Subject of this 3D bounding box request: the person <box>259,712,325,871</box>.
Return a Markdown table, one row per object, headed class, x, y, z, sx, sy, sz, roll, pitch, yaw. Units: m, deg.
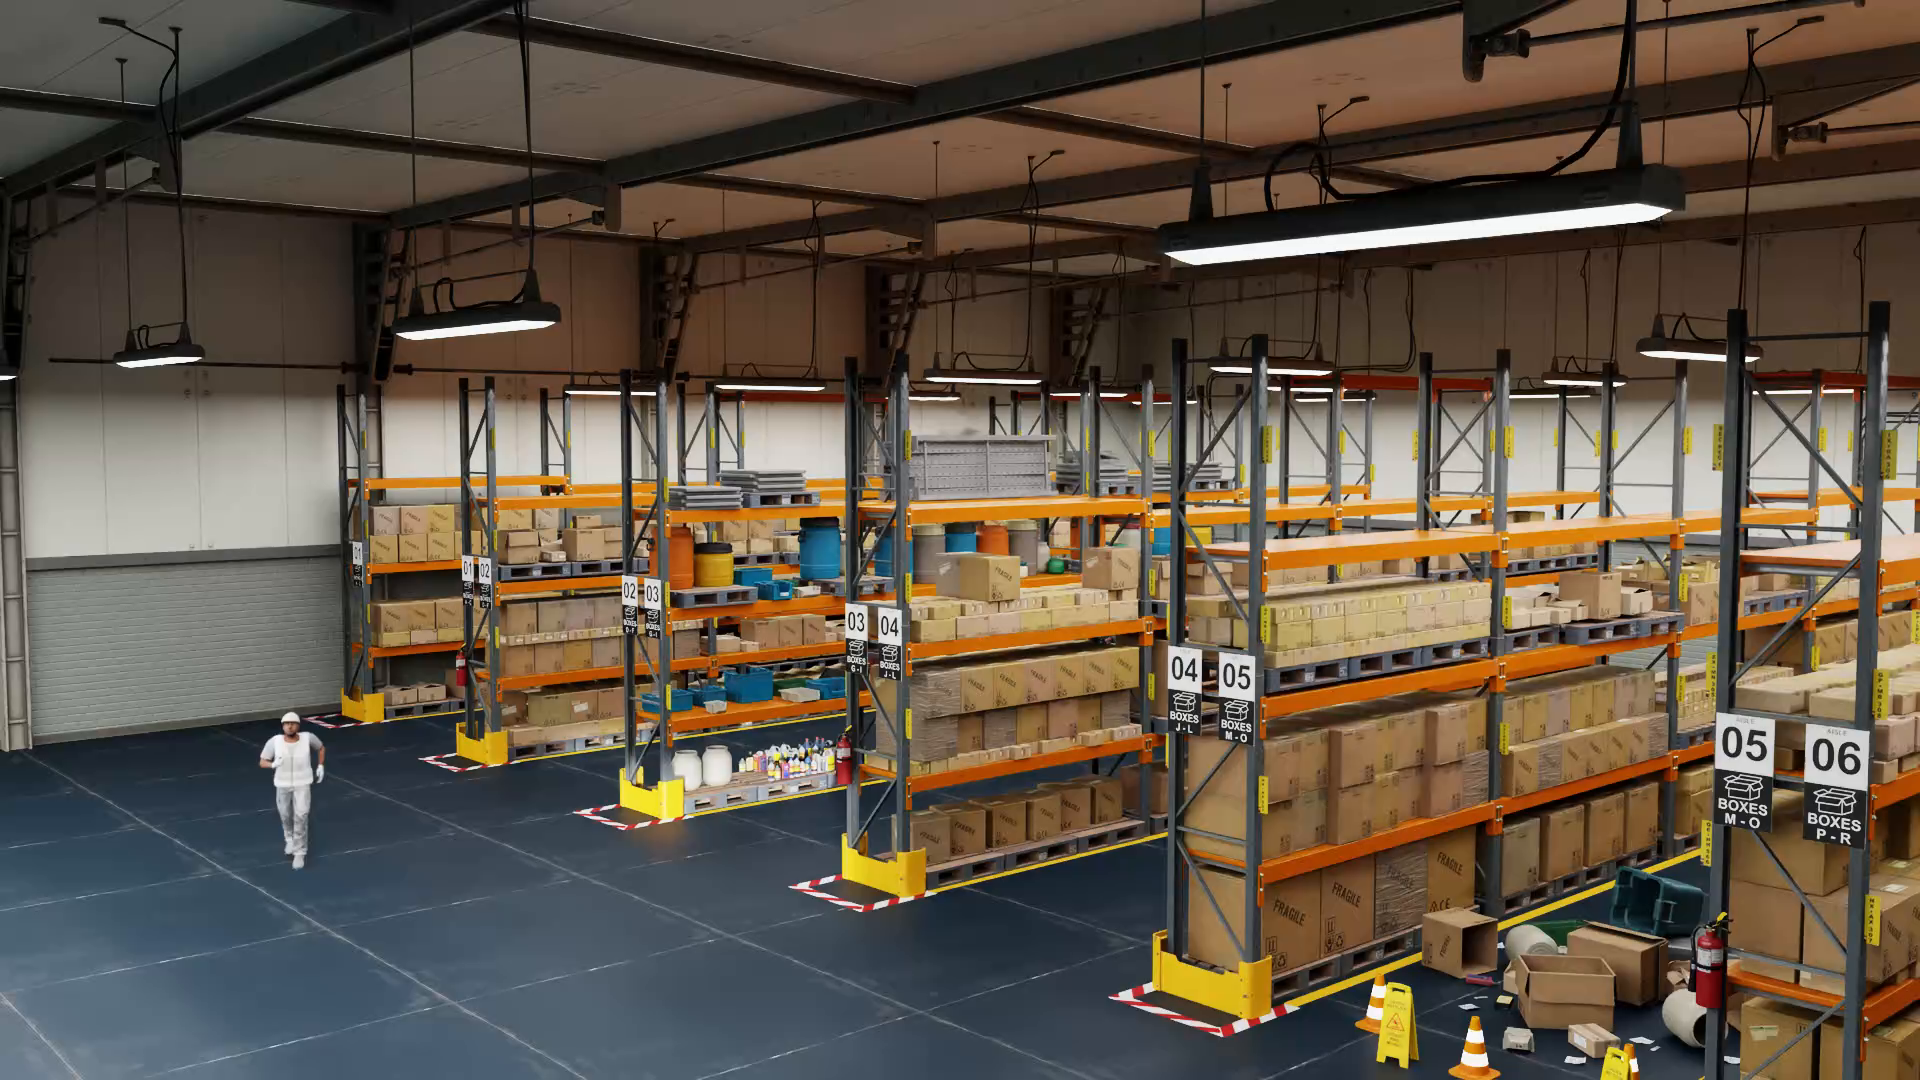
| class | x | y | z | sx | sy | sz | roll | pitch | yaw |
| --- | --- | --- | --- | --- | --- | --- | --- | --- | --- |
| person | -7.966 | 2.892 | 19.827 | 0.704 | 1.704 | 0.873 | -1 | 4 | -16 |
